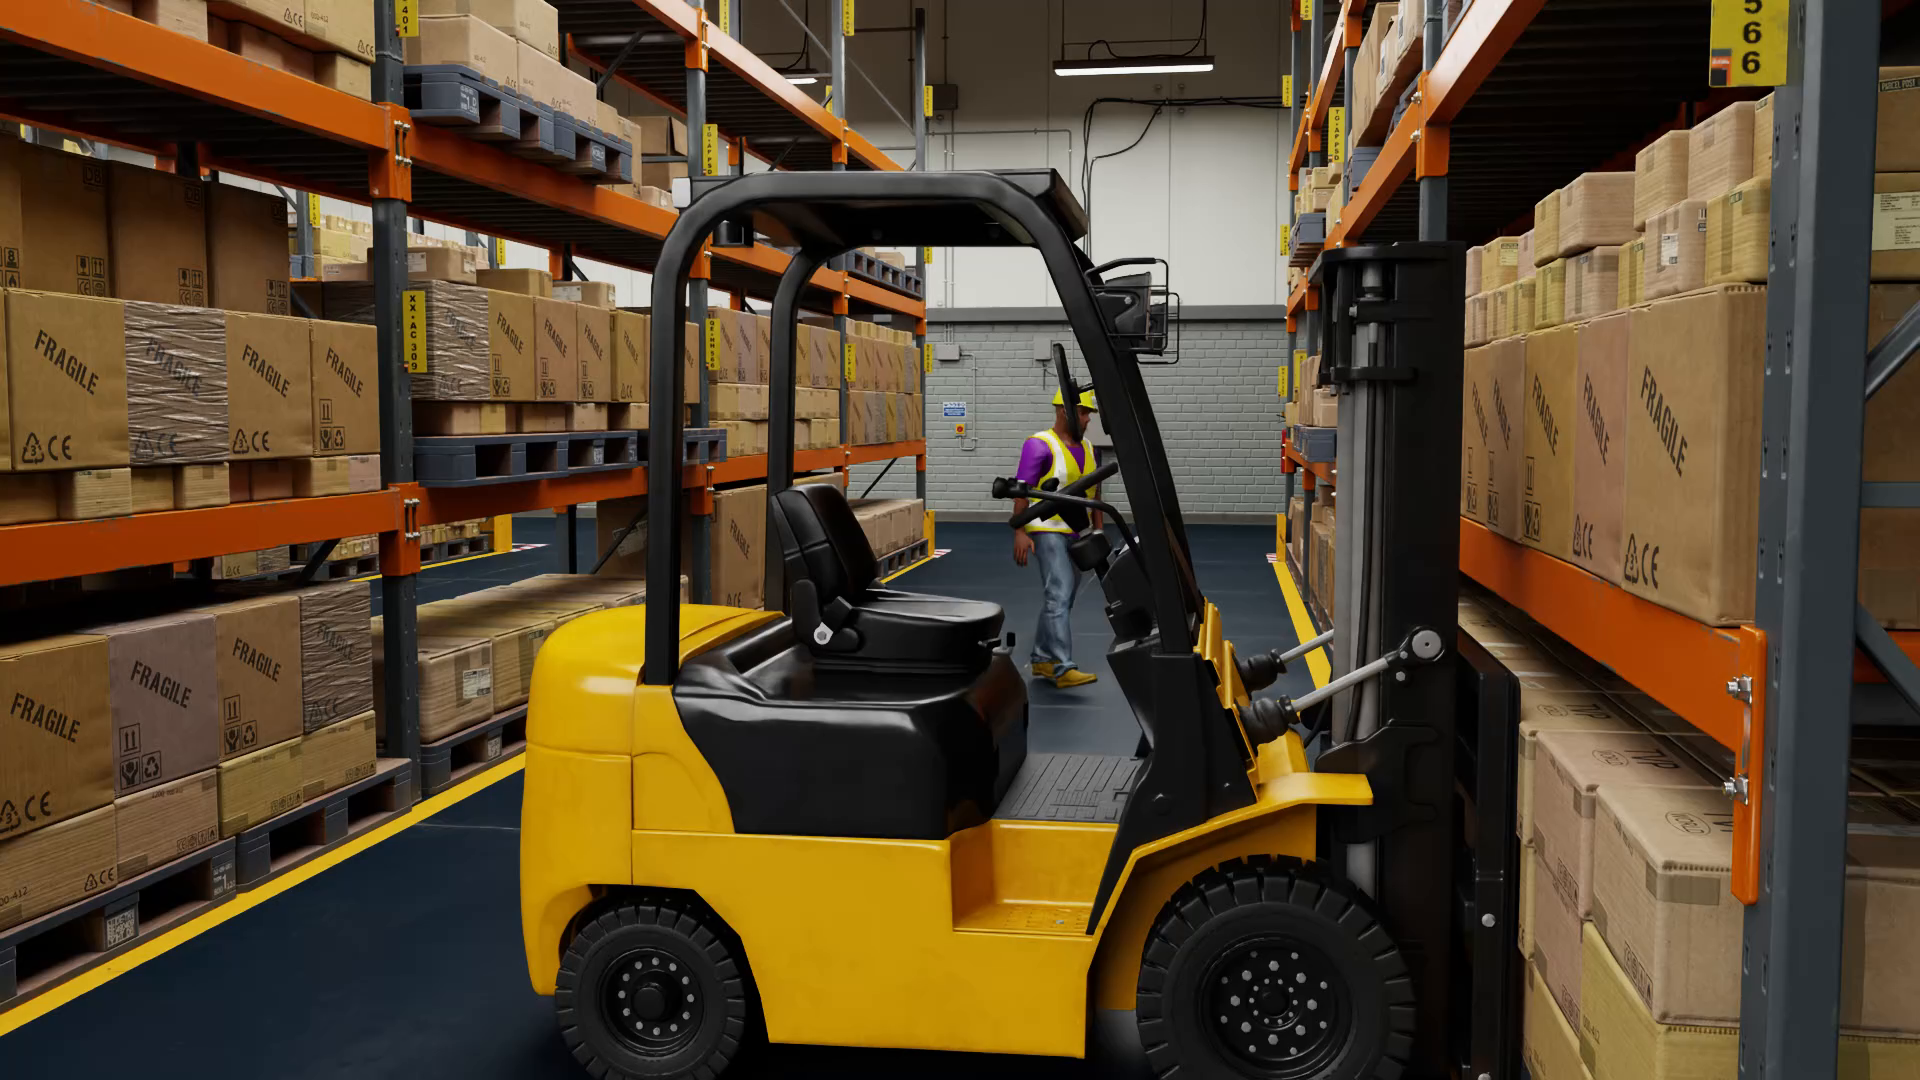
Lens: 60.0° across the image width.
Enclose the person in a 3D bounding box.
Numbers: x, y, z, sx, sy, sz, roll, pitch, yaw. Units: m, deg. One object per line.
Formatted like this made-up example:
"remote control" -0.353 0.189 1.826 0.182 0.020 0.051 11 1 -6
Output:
"person" 0.640 -0.029 9.691 0.614 1.743 0.782 -4 6 -43
